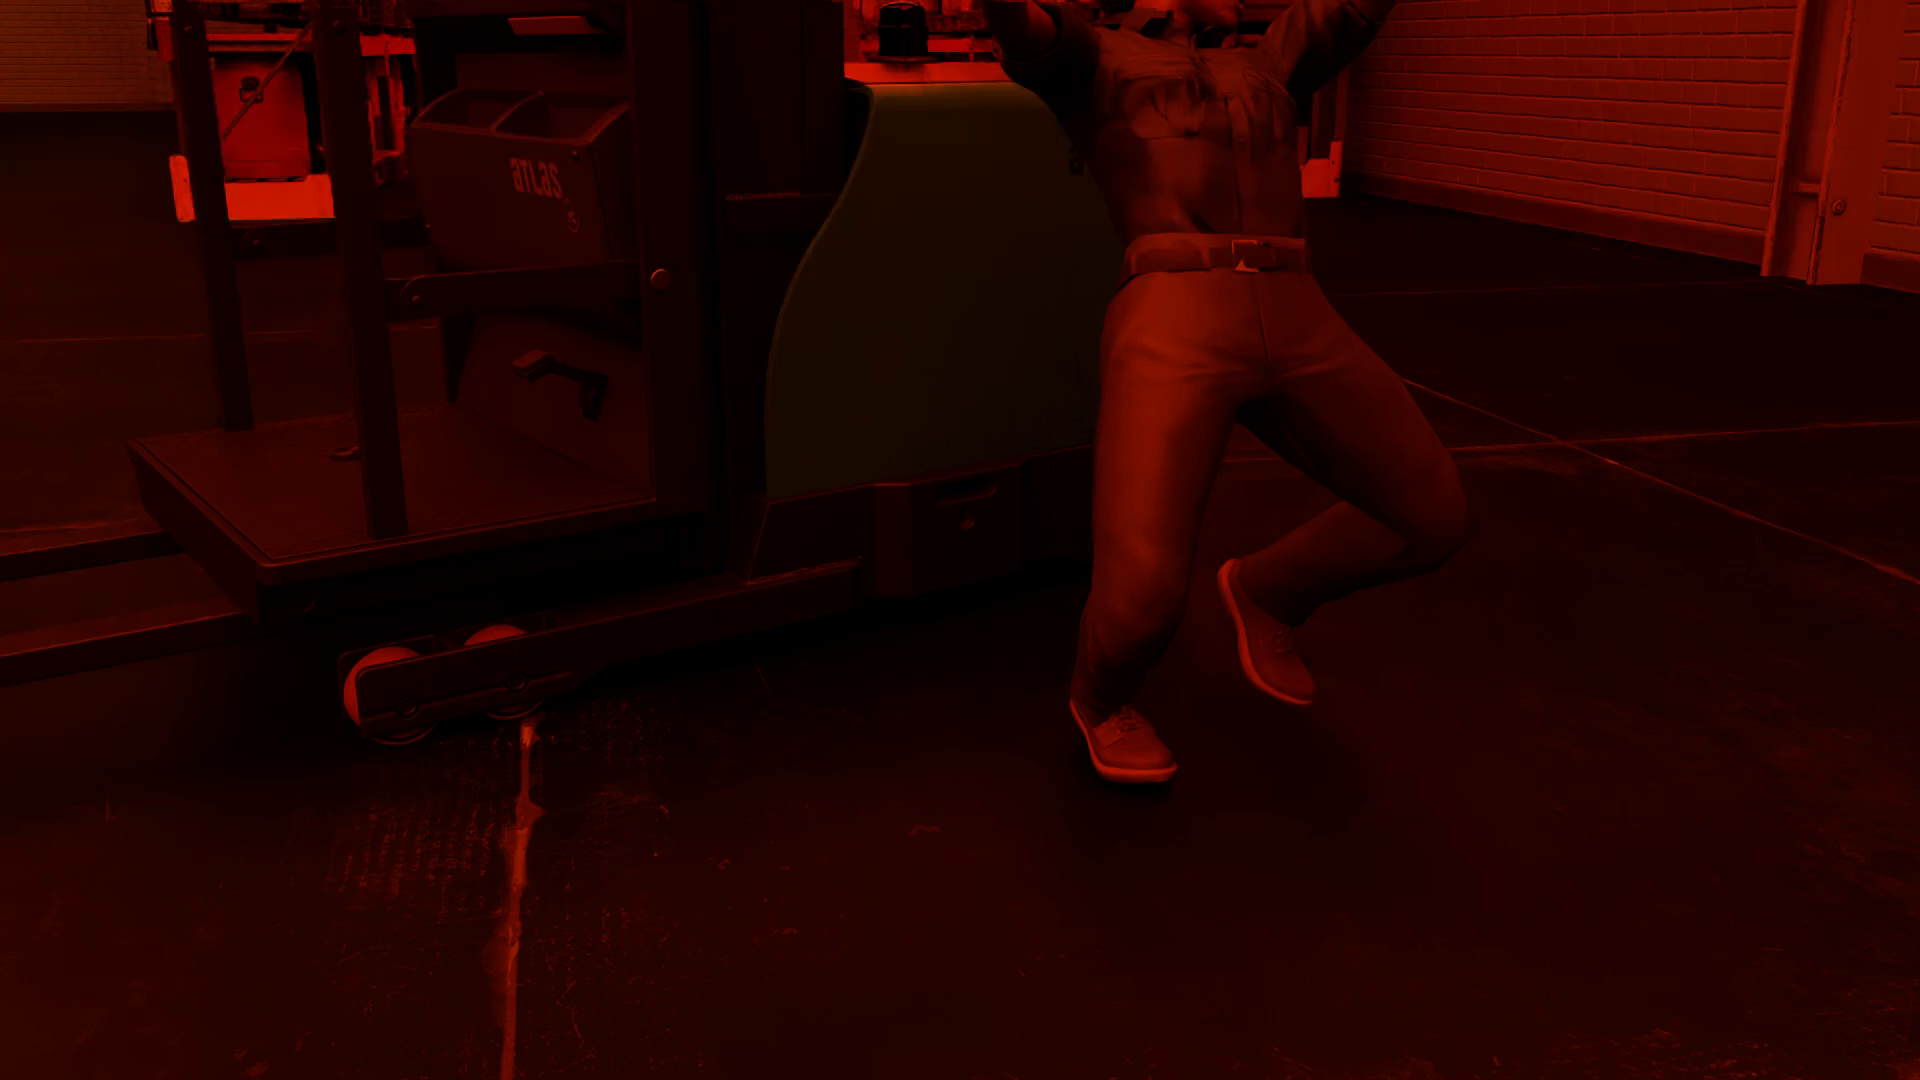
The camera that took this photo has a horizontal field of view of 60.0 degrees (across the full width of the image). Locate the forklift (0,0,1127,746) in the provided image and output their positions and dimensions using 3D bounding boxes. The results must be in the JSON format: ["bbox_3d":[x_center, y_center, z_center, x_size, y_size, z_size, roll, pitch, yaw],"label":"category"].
[{"bbox_3d":[-1.030,-1.224,2.989,3.031,2.935,1.130,-12,20,-34],"label":"forklift"}]

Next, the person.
[{"bbox_3d":[0.276,-0.399,2.522,0.942,1.587,0.641,-9,19,-28],"label":"person"}]
